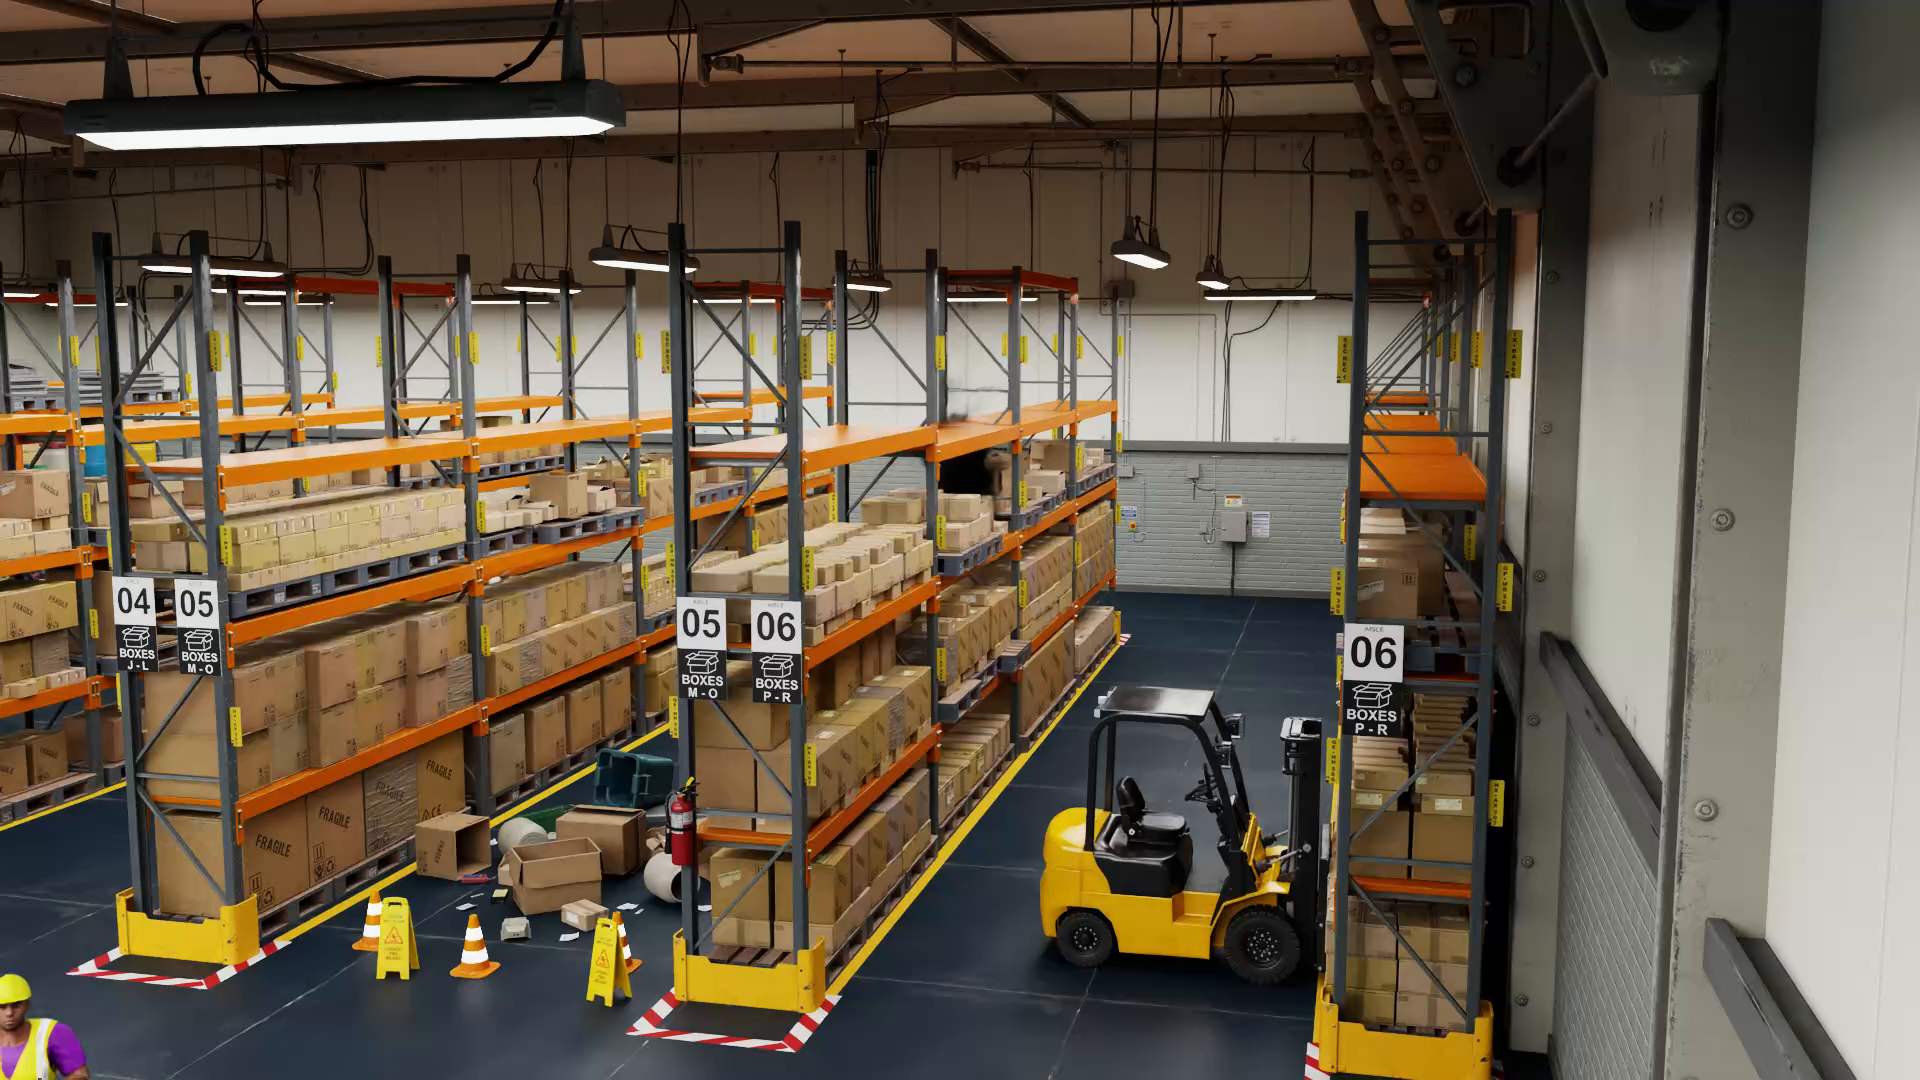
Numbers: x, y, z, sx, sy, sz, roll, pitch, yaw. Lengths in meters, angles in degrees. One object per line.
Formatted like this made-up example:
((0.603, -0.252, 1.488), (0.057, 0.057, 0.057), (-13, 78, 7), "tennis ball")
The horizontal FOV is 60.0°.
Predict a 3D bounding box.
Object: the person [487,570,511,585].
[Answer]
((-6.995, 1.196, 25.552), (0.707, 1.740, 0.606), (1, 7, 10), "person")

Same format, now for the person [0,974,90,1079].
((-5.035, 3.185, 8.898), (0.700, 1.757, 0.982), (-4, 8, -30), "person")
